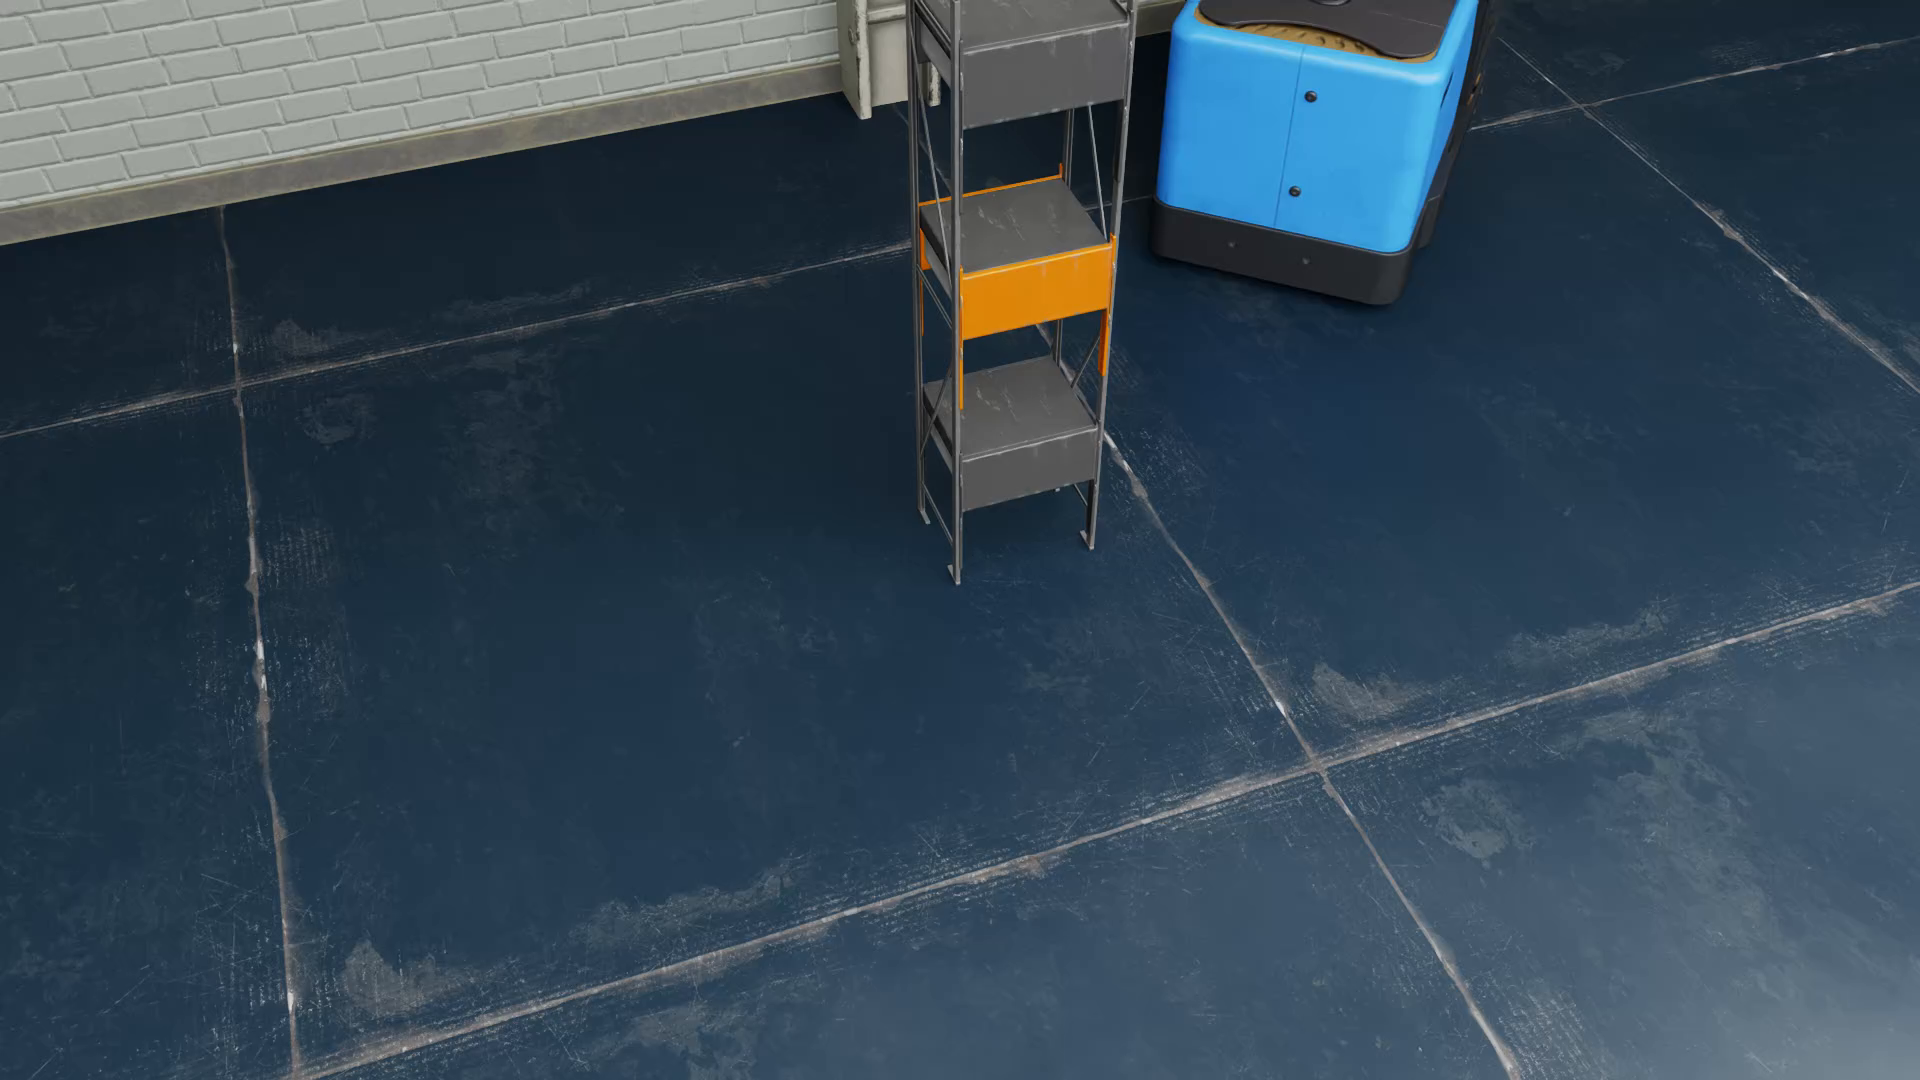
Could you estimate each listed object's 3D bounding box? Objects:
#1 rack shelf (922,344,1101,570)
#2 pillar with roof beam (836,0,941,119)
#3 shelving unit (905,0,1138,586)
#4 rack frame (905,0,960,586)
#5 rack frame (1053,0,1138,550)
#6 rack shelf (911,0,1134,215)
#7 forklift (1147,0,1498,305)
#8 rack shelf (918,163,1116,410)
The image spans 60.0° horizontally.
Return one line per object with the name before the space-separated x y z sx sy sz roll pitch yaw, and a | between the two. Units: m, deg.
rack shelf | 0.156 -0.277 5.551 0.480 0.518 0.431 -14 47 -14
pillar with roof beam | 1.134 -2.403 1.791 0.400 9.000 9.100 -14 47 -14
shelving unit | 0.156 -0.781 5.046 0.503 2.100 0.431 -14 47 -14
rack frame | -0.074 -0.722 4.987 0.015 2.100 0.400 -14 47 -14
rack frame | 0.385 -0.840 5.104 0.015 2.100 0.400 -14 47 -14
rack shelf | 0.156 -1.266 4.560 0.480 0.518 0.431 -14 47 -14
forklift | 1.797 -3.023 6.693 1.130 2.935 3.031 16 47 15
rack shelf | 0.156 -0.771 5.056 0.480 0.518 0.431 -14 47 -14
